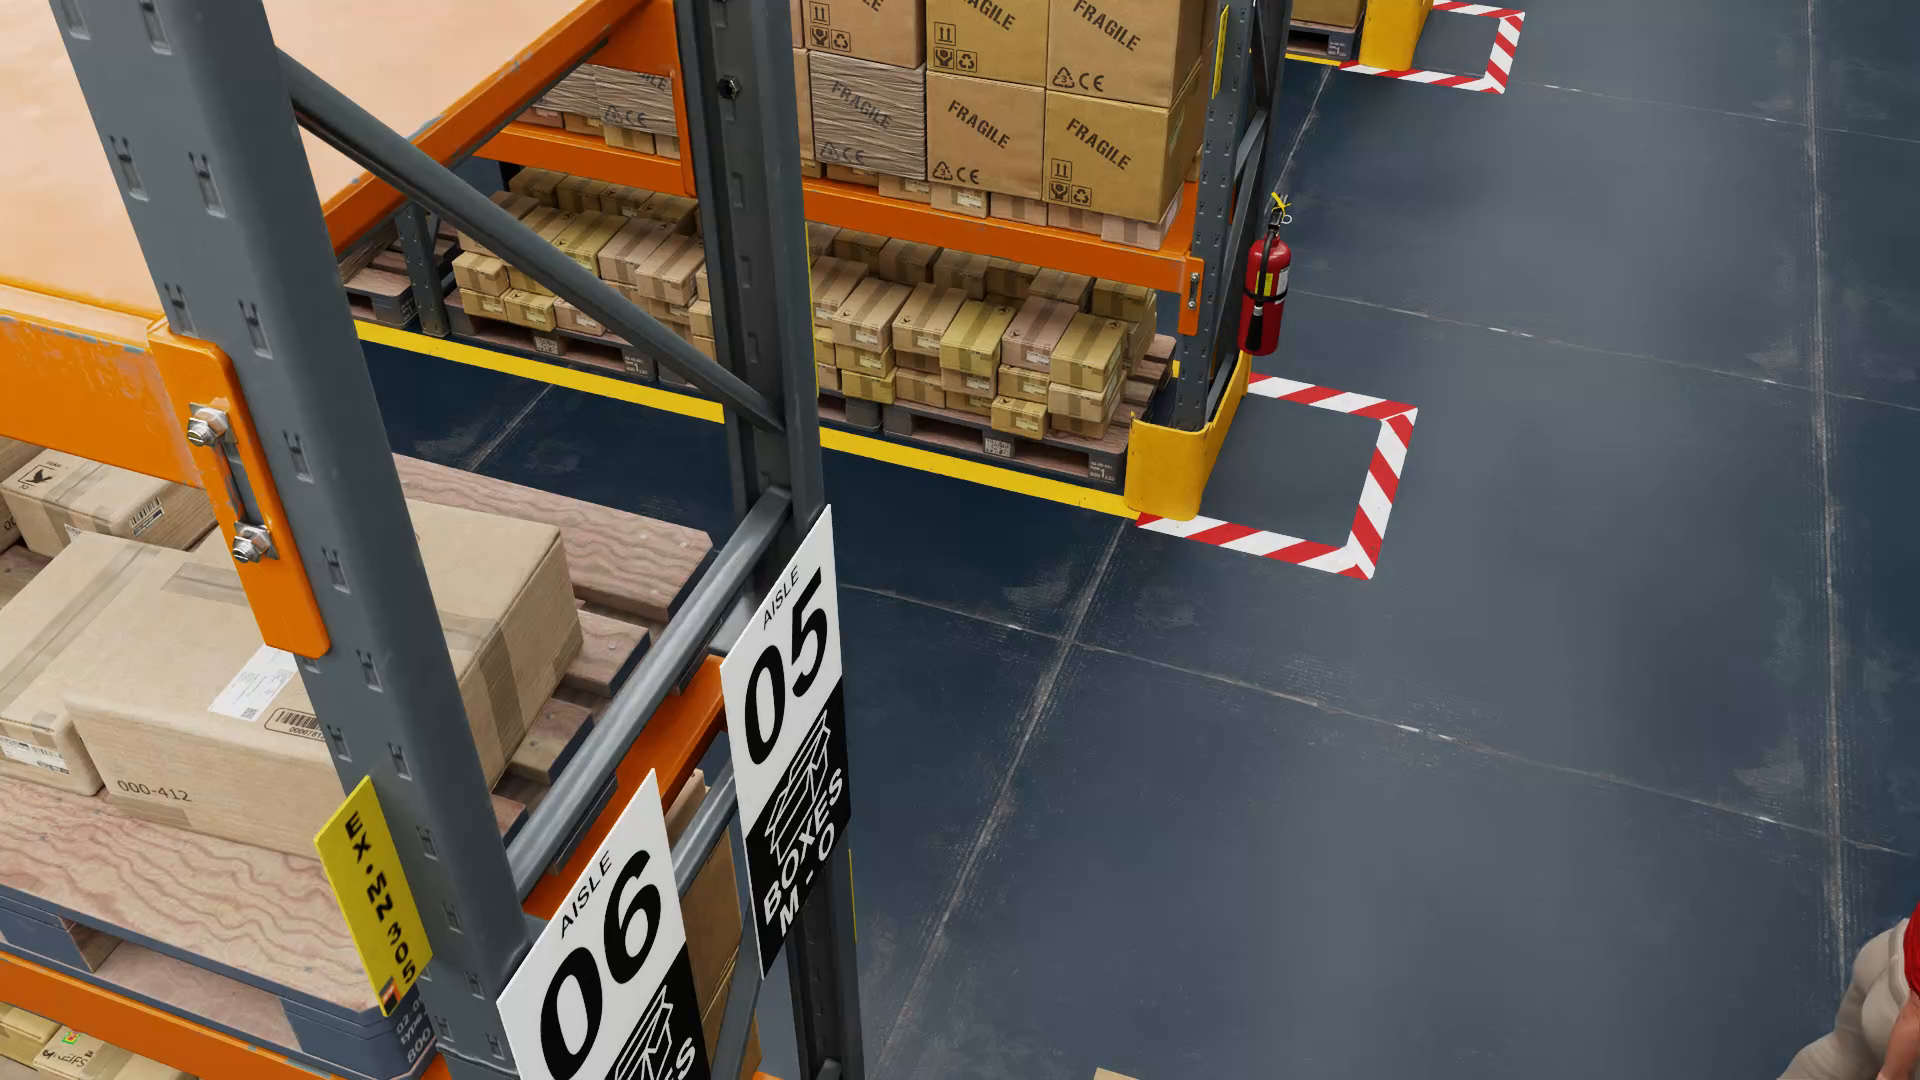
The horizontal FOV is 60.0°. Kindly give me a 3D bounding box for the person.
[{"bbox_3d":[2.724,1.338,4.659,0.512,1.786,0.586,13,43,15],"label":"person"}]
